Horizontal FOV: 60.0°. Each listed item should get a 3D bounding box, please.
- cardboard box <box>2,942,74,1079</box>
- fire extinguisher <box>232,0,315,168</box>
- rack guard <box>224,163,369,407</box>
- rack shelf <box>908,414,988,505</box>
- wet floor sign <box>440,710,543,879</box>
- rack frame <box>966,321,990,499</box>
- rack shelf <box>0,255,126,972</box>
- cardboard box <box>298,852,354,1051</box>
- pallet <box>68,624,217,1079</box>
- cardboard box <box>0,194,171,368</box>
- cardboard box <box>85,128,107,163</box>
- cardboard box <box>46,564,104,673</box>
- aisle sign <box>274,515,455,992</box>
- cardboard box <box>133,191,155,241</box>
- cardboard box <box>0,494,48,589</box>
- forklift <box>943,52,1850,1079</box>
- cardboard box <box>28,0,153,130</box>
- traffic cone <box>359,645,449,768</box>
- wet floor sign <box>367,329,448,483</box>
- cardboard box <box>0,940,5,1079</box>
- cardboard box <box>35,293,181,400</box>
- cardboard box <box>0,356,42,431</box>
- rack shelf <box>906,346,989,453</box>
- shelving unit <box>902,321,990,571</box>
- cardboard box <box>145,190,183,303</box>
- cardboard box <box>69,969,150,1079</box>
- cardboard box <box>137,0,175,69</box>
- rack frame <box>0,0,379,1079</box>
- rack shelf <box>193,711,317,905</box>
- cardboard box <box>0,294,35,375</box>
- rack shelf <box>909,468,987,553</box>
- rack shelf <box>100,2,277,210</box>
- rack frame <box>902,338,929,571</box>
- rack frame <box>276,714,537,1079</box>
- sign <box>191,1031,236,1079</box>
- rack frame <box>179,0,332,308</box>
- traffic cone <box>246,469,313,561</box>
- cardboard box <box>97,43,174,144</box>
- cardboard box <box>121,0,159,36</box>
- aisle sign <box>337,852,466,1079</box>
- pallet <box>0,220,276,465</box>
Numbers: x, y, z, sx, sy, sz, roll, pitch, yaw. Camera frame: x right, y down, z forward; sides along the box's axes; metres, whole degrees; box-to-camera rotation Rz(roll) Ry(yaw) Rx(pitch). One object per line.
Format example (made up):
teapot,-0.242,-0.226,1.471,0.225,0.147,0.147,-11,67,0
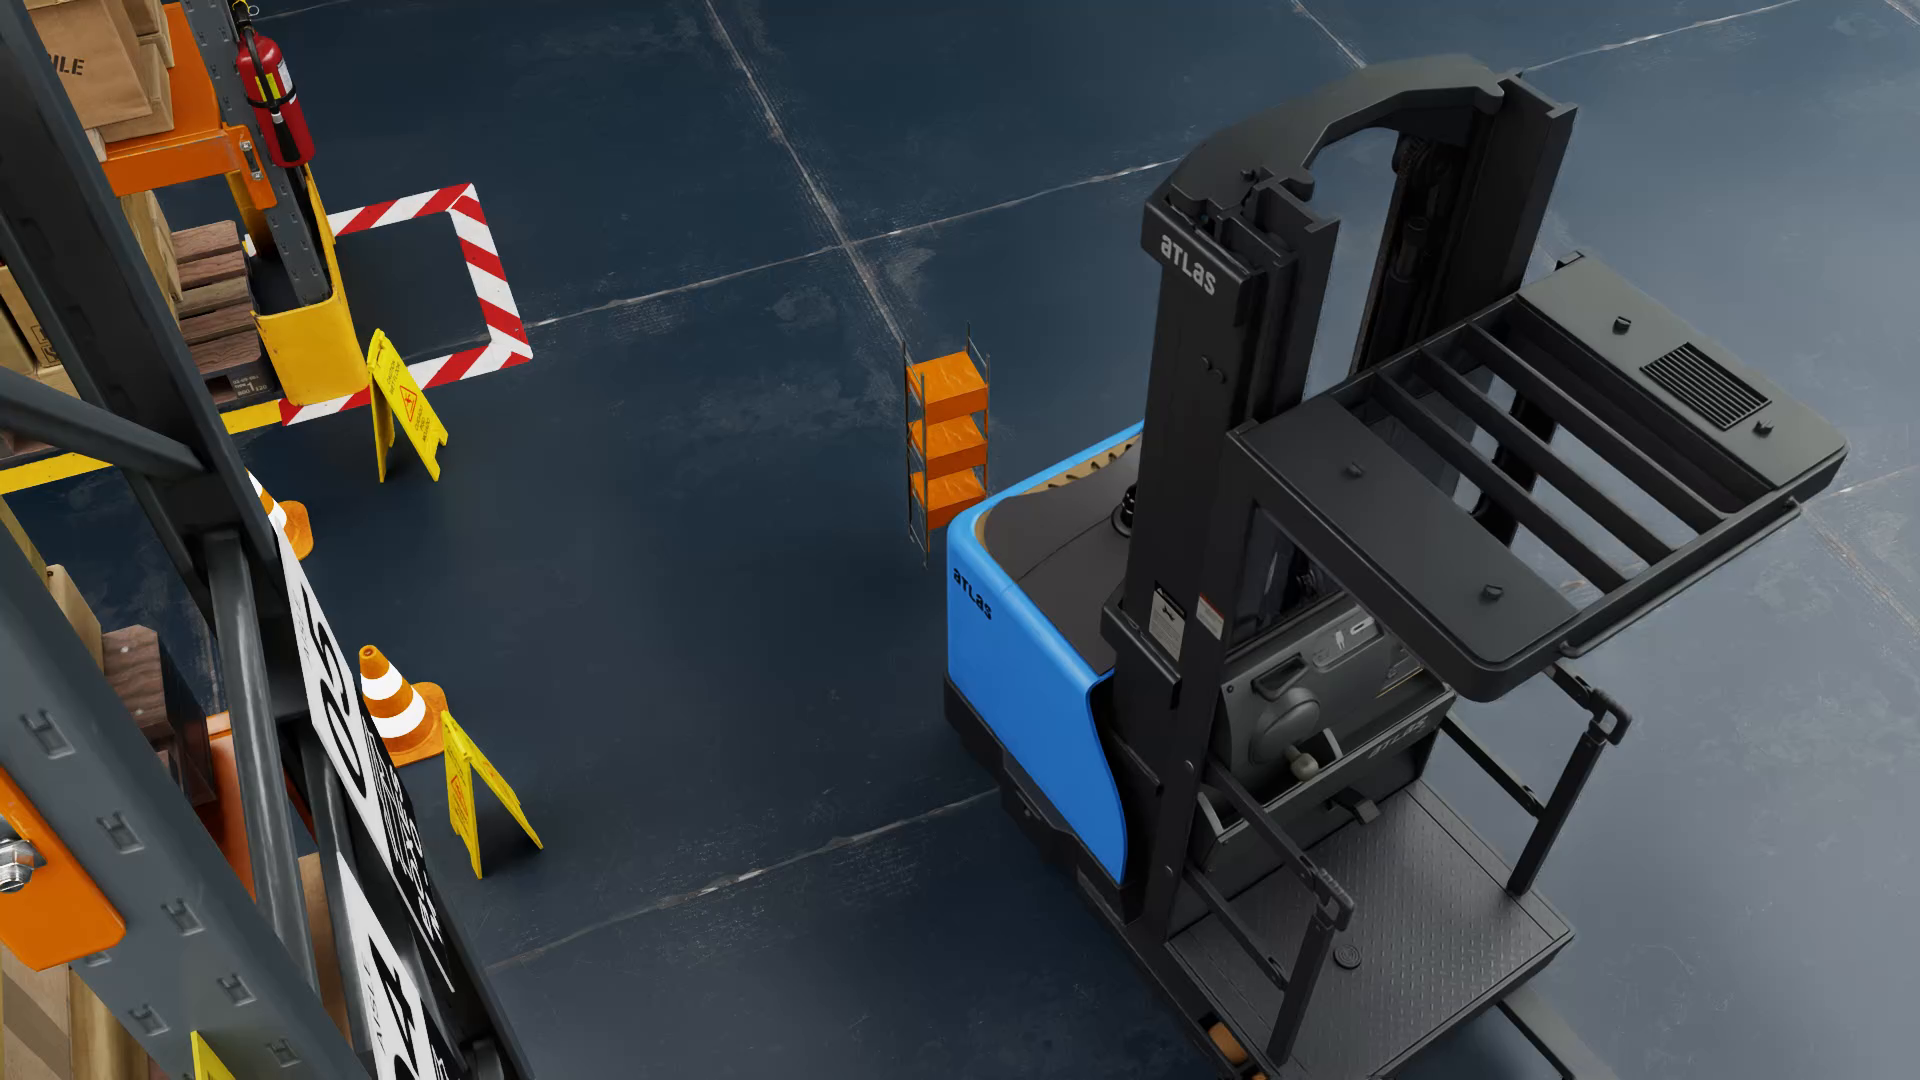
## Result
cardboard box,-1.219,0.579,1.700,0.500,0.250,0.500,-17,51,-14
fire extinguisher,-2.556,-1.695,6.120,0.183,0.674,0.296,-17,52,-14
rack guard,-2.907,-1.175,7.270,0.348,0.500,1.175,-17,52,-14
rack shelf,-0.050,-0.320,6.187,0.240,0.259,0.215,-17,52,-14
wet floor sign,-1.593,0.805,5.474,0.232,0.644,0.267,-26,54,-20
rack frame,0.063,-0.362,6.209,0.008,1.050,0.200,-17,52,-14
rack shelf,-2.723,0.420,1.036,4.000,0.370,1.077,-17,52,-14
cardboard box,-1.229,1.115,2.845,0.550,0.550,0.875,-17,52,-14
pallet,-1.554,0.708,2.086,1.213,0.211,1.003,-17,52,-14
cardboard box,-3.480,-1.083,6.585,0.500,0.500,0.500,-17,51,-14
cardboard box,-3.294,-1.521,6.085,0.250,0.149,0.380,-18,52,-15
cardboard box,-1.310,0.245,2.249,0.250,0.149,0.380,-17,51,-14
aisle sign,-0.919,0.359,2.592,0.004,0.787,0.394,-17,52,-14
cardboard box,-3.710,-1.452,6.902,0.500,0.500,0.500,-19,52,-15
cardboard box,-1.415,0.200,2.025,0.500,0.250,0.500,-17,52,-14
forklift,1.180,0.406,4.310,1.130,2.935,3.031,-27,55,-21
cardboard box,-3.235,-1.791,5.890,0.500,0.500,0.500,-18,52,-15
traffic cone,-2.012,0.527,5.833,0.334,0.463,0.336,-17,52,-14
wet floor sign,-2.256,-0.547,6.635,0.232,0.644,0.267,-2,49,-1
cardboard box,-1.055,0.447,1.550,0.250,0.149,0.380,-17,51,-14
cardboard box,-3.505,-0.824,6.857,0.500,0.250,0.500,-17,52,-14
cardboard box,-3.966,-0.688,6.740,0.500,0.250,0.500,-17,51,-14
rack shelf,-0.050,-0.505,5.972,0.240,0.259,0.215,-17,52,-14
shelving unit,-0.050,-0.327,6.179,0.252,1.050,0.215,-17,52,-14
cardboard box,-3.688,-1.215,7.192,0.500,0.250,0.500,-18,52,-15
cardboard box,-1.051,0.705,1.854,0.250,0.149,0.380,-17,52,-14
cardboard box,-3.229,-1.977,6.477,0.250,0.149,0.380,-17,51,-14
rack frame,-0.871,-0.518,1.104,0.127,3.000,1.000,-17,52,-14
rack shelf,-2.723,1.267,2.022,4.000,0.370,1.077,-17,52,-14
cardboard box,-3.961,-0.931,6.455,0.500,0.500,0.500,-15,51,-13
rack shelf,-0.050,-0.139,6.398,0.240,0.259,0.215,-17,52,-14
rack shelf,-4.688,-1.203,6.121,4.000,0.370,1.077,-17,52,-14
rack frame,-0.162,-0.292,6.149,0.008,1.050,0.200,-17,52,-14
rack frame,-0.871,1.437,3.380,0.127,3.000,1.000,-17,52,-14
sign,-0.679,0.582,1.605,0.005,0.325,0.100,-17,52,-14
rack frame,-2.836,-2.011,6.340,0.127,3.000,1.000,-17,52,-14
traffic cone,-2.747,-0.155,6.419,0.334,0.463,0.336,-17,52,-14
cardboard box,-3.102,-1.672,6.215,0.250,0.149,0.380,-16,51,-13
cardboard box,-3.380,-2.199,6.240,0.500,0.500,0.500,-18,52,-15
aisle sign,-0.692,0.780,2.230,0.004,0.787,0.394,-17,52,-14
pallet,-3.672,-0.872,7.201,1.213,0.211,1.003,-17,52,-14
